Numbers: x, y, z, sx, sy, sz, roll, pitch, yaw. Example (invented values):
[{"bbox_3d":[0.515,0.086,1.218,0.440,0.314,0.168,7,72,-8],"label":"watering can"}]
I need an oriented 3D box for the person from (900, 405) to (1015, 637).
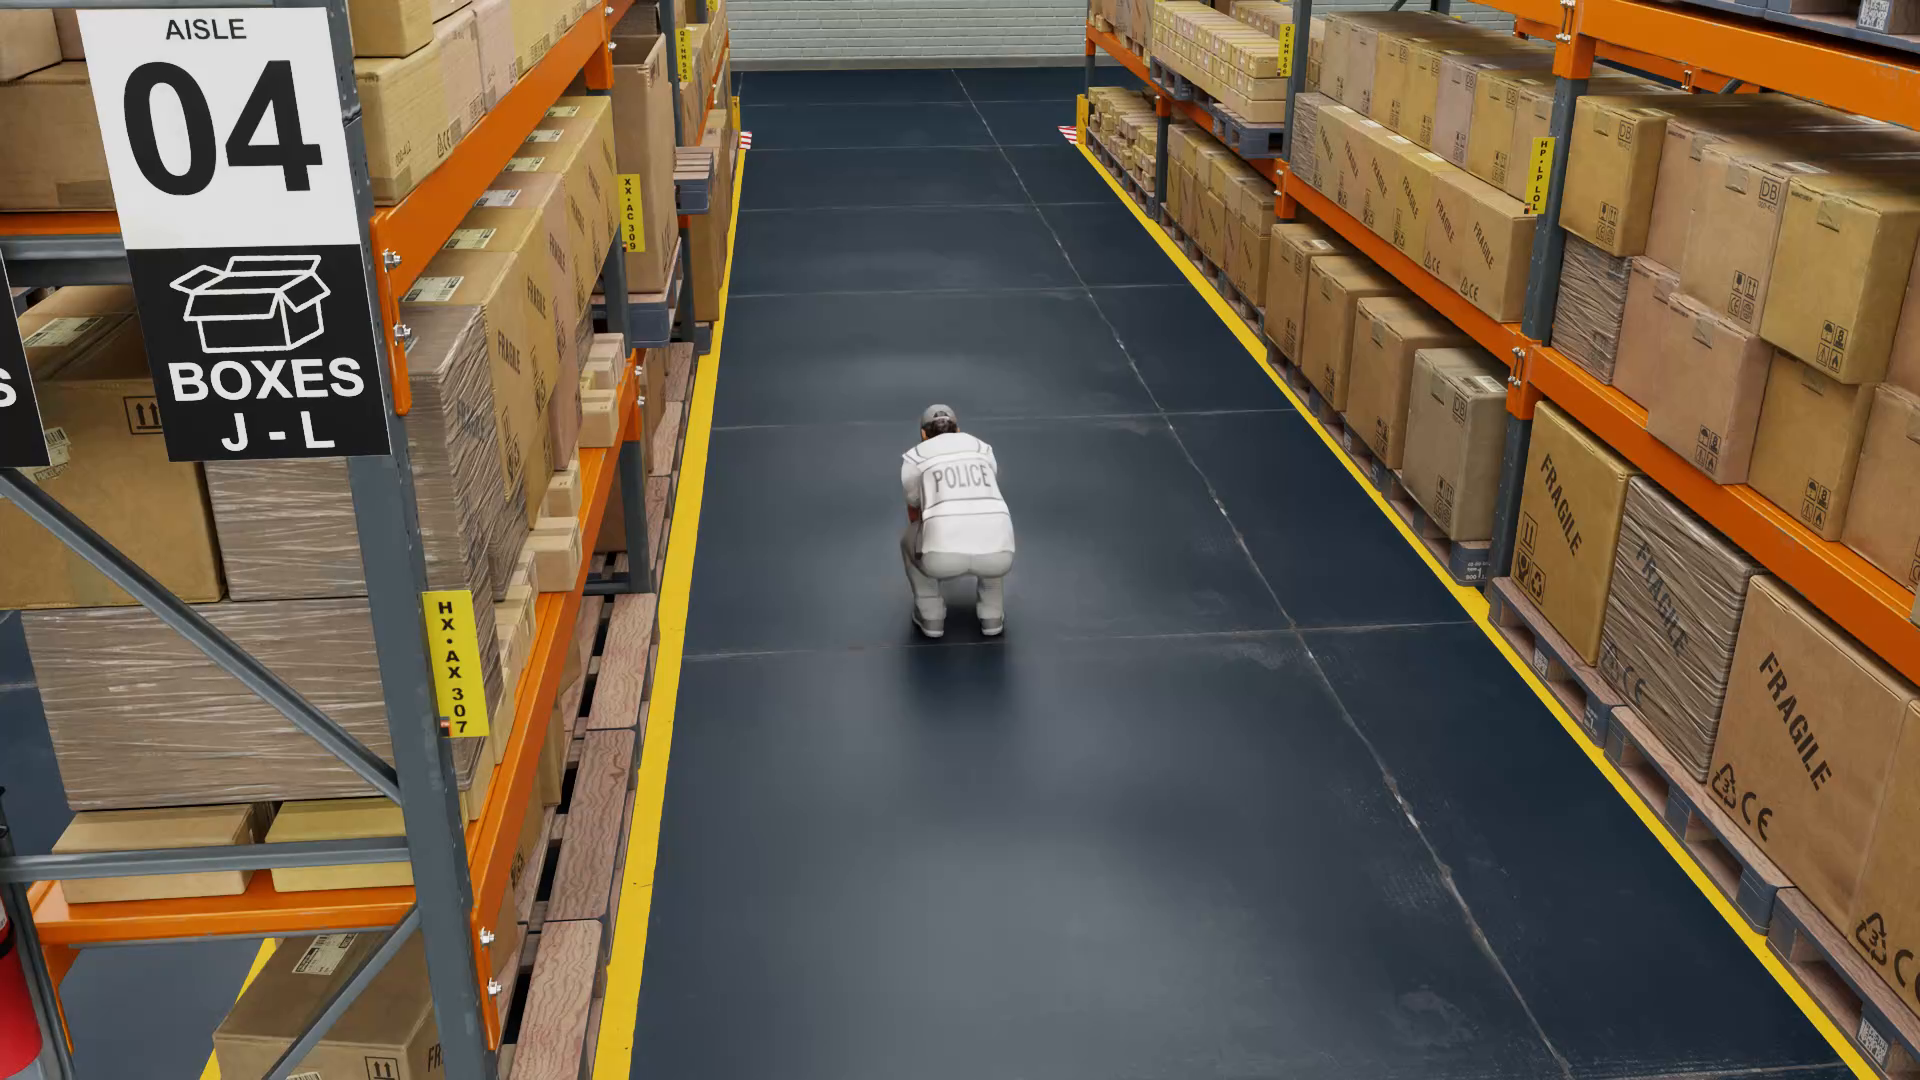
[{"bbox_3d":[-0.018,-0.081,7.685,0.508,0.949,0.877,-3,24,-6],"label":"person"}]
